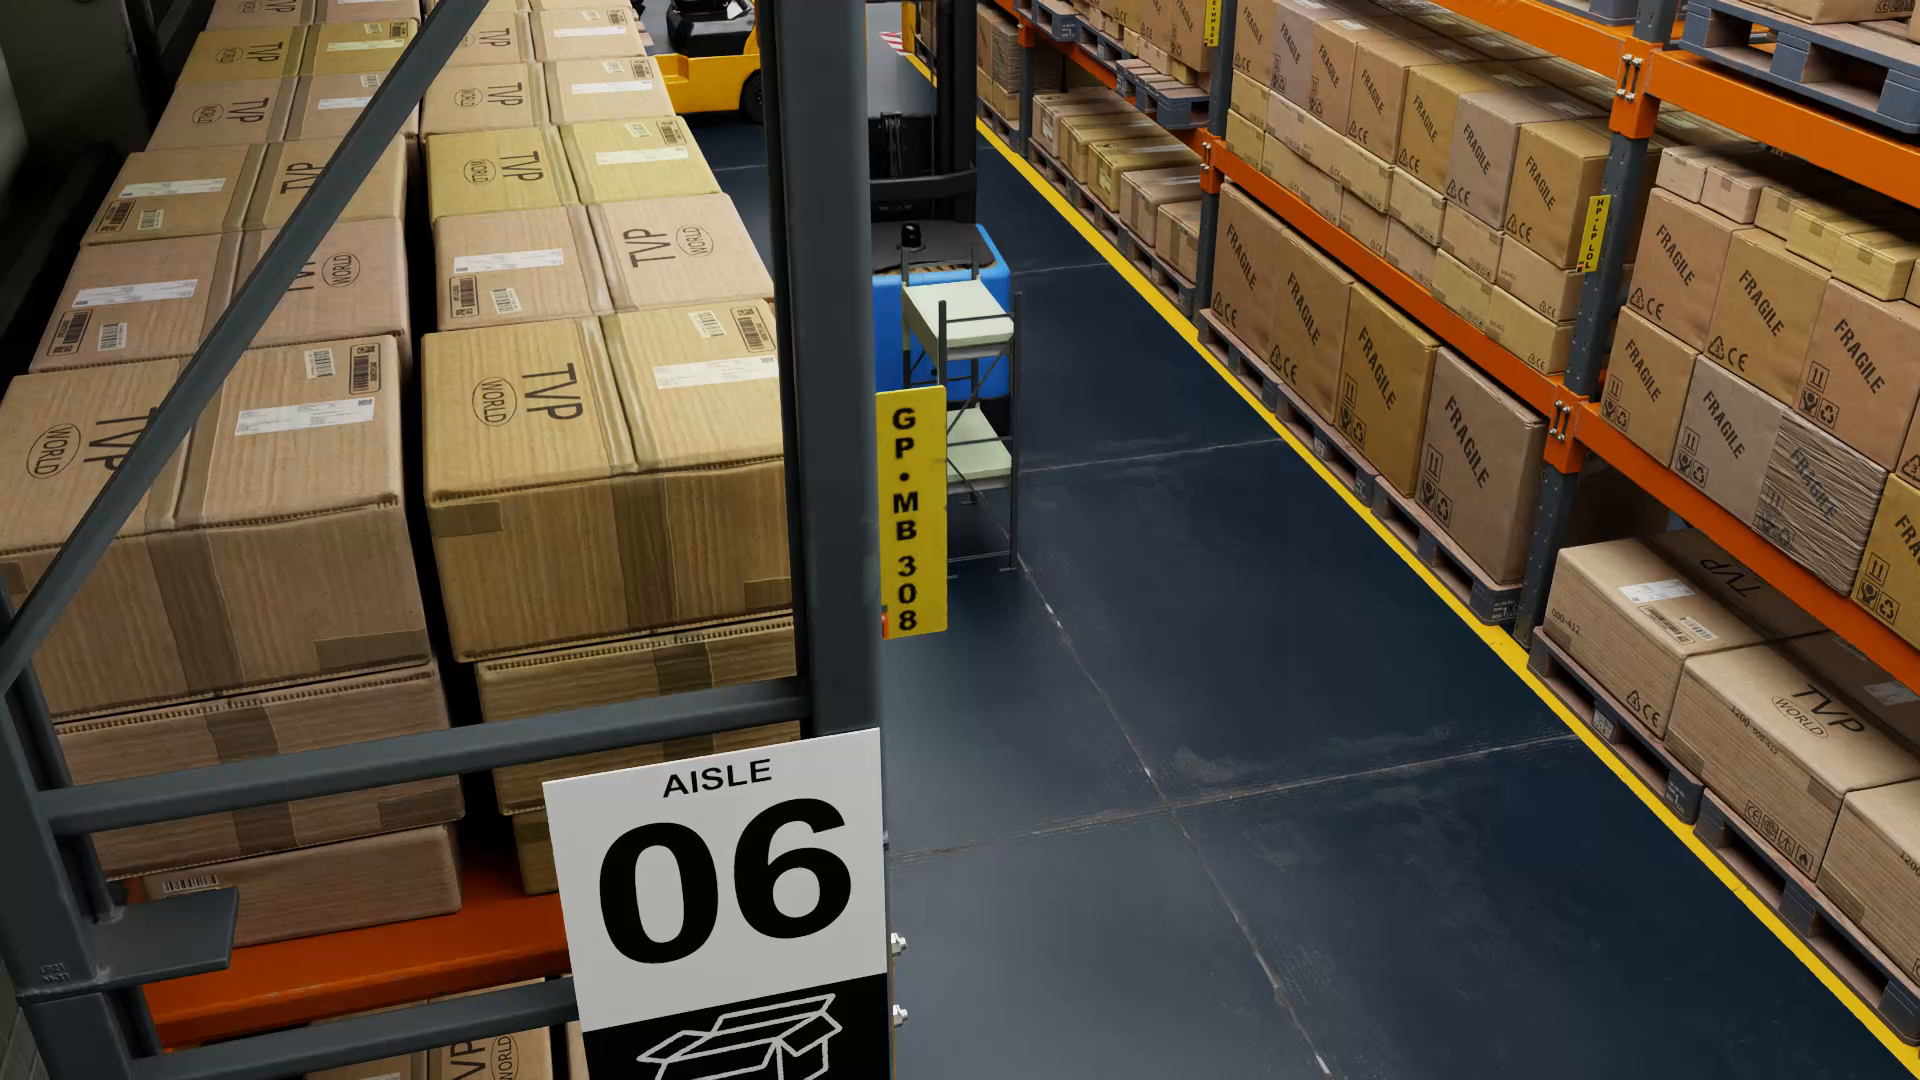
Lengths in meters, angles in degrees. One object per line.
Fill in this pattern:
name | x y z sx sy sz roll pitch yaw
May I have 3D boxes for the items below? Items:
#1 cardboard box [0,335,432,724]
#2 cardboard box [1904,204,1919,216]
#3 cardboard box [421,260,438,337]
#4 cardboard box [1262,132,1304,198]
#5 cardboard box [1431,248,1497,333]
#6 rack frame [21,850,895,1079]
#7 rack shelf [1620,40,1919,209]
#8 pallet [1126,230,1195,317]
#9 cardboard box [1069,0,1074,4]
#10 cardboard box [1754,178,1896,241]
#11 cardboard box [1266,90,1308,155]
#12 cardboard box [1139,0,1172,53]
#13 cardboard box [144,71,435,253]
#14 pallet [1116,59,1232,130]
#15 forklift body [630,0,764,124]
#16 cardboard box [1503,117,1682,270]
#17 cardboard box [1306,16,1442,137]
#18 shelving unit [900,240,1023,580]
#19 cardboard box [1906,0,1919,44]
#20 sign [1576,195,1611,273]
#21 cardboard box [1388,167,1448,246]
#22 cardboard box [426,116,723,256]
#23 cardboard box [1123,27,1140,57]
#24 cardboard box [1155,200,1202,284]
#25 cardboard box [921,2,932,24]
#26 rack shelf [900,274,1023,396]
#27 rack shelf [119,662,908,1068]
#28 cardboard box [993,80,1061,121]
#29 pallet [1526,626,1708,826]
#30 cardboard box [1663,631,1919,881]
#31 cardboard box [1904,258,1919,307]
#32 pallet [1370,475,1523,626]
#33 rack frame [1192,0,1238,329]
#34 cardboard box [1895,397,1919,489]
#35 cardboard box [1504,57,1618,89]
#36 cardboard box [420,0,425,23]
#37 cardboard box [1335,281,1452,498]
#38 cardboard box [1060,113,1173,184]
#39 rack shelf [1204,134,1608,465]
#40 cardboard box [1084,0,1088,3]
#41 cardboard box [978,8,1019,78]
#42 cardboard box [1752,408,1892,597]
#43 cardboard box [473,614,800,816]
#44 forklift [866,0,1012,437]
cardboard box | -0.975 -0.033 2.172 0.500 0.250 0.500 -9 31 -15
cardboard box | 3.631 -1.137 5.975 0.380 0.149 0.250 -8 31 -14
cardboard box | -1.244 -0.307 3.144 0.500 0.250 0.500 -9 31 -14
cardboard box | 2.114 -2.222 9.744 0.500 0.250 0.500 -9 31 -15
cardboard box | 2.639 -1.235 8.039 0.500 0.250 0.500 -8 31 -14
rack frame | -0.587 1.723 2.778 1.000 3.000 0.127 -8 31 -13
rack shelf | 3.666 -0.891 5.019 1.077 0.370 4.000 -8 31 -13
pallet | 1.868 -1.973 11.948 1.003 0.211 1.213 -8 31 -13
cardboard box | 1.061 -4.250 12.930 0.380 0.149 0.250 -6 31 -10
cardboard box | 3.161 -1.201 6.085 0.380 0.149 0.250 -8 31 -14
cardboard box | 2.106 -2.426 9.598 0.500 0.250 0.500 -7 31 -12
cardboard box | 1.537 -3.587 11.137 0.500 0.500 0.500 -8 31 -14
cardboard box | -1.366 -0.777 3.457 0.500 0.250 0.500 -8 31 -13
pallet | 1.782 -3.049 11.215 1.213 0.211 1.003 -8 31 -13
forklift body | -2.572 -4.964 15.179 2.313 2.155 1.214 -8 31 -13
cardboard box | 2.775 -1.529 7.299 0.500 0.500 0.500 -7 31 -12
cardboard box | 2.232 -2.517 9.007 0.500 0.500 0.500 -7 31 -12
shelving unit | -0.002 -0.652 8.380 0.431 1.500 0.755 -8 31 -13
cardboard box | 3.524 -1.791 5.234 0.797 0.503 0.637 -5 31 -9
sign | 2.615 -1.260 6.856 0.100 0.325 0.005 -8 31 -13
cardboard box | 2.501 -1.692 8.330 0.500 0.250 0.500 -7 31 -12
cardboard box | -0.726 -0.592 3.137 0.500 0.250 0.500 -8 31 -14
cardboard box | 1.363 -3.492 11.620 0.380 0.149 0.250 -7 31 -12
cardboard box | 1.933 -2.121 11.624 0.950 0.372 0.625 -10 32 -17
cardboard box | -0.095 -5.545 16.912 0.500 0.500 0.500 -9 31 -15
rack shelf | -0.002 -0.990 8.184 0.431 0.370 0.720 -8 31 -13
rack shelf | -1.118 -0.230 3.876 1.077 0.370 4.000 -8 31 -13
cardboard box | 0.596 -3.976 14.950 0.500 0.250 0.500 -6 31 -11
pallet | 3.262 0.714 7.306 1.003 0.211 1.213 -8 31 -13
cardboard box | 3.437 0.807 6.501 0.875 0.438 0.875 -9 31 -15
cardboard box | 3.356 -0.830 5.444 0.380 0.149 0.250 -8 31 -13
pallet | 2.858 -0.026 8.585 1.003 0.211 1.213 -8 31 -13
rack frame | 2.074 -2.802 10.597 1.000 3.000 0.127 -8 31 -13
cardboard box | 3.413 -0.347 5.257 0.500 0.500 0.500 -8 31 -14
cardboard box | 3.003 -2.082 8.254 0.500 0.500 0.500 -9 31 -15
cardboard box | -1.792 -1.510 4.724 0.500 0.250 0.500 -8 31 -14
cardboard box | 2.647 -0.857 8.937 0.875 0.875 0.875 -7 31 -12
cardboard box | 1.348 -3.179 13.452 0.950 0.372 0.625 -6 31 -10
rack shelf | 2.605 -1.525 9.109 1.077 0.370 4.000 -8 31 -13
cardboard box | 1.112 -4.341 12.440 0.500 0.500 0.500 -8 31 -14
cardboard box | 0.460 -4.546 15.187 0.500 0.500 0.500 -7 31 -12
cardboard box | 3.263 -0.168 5.945 0.500 0.500 0.500 -8 31 -13
cardboard box | -0.442 0.111 2.423 0.500 0.250 0.500 -8 31 -14
forklift | 8.704 -2.429 9.817 19.036 3.140 7.210 -6 31 -10
